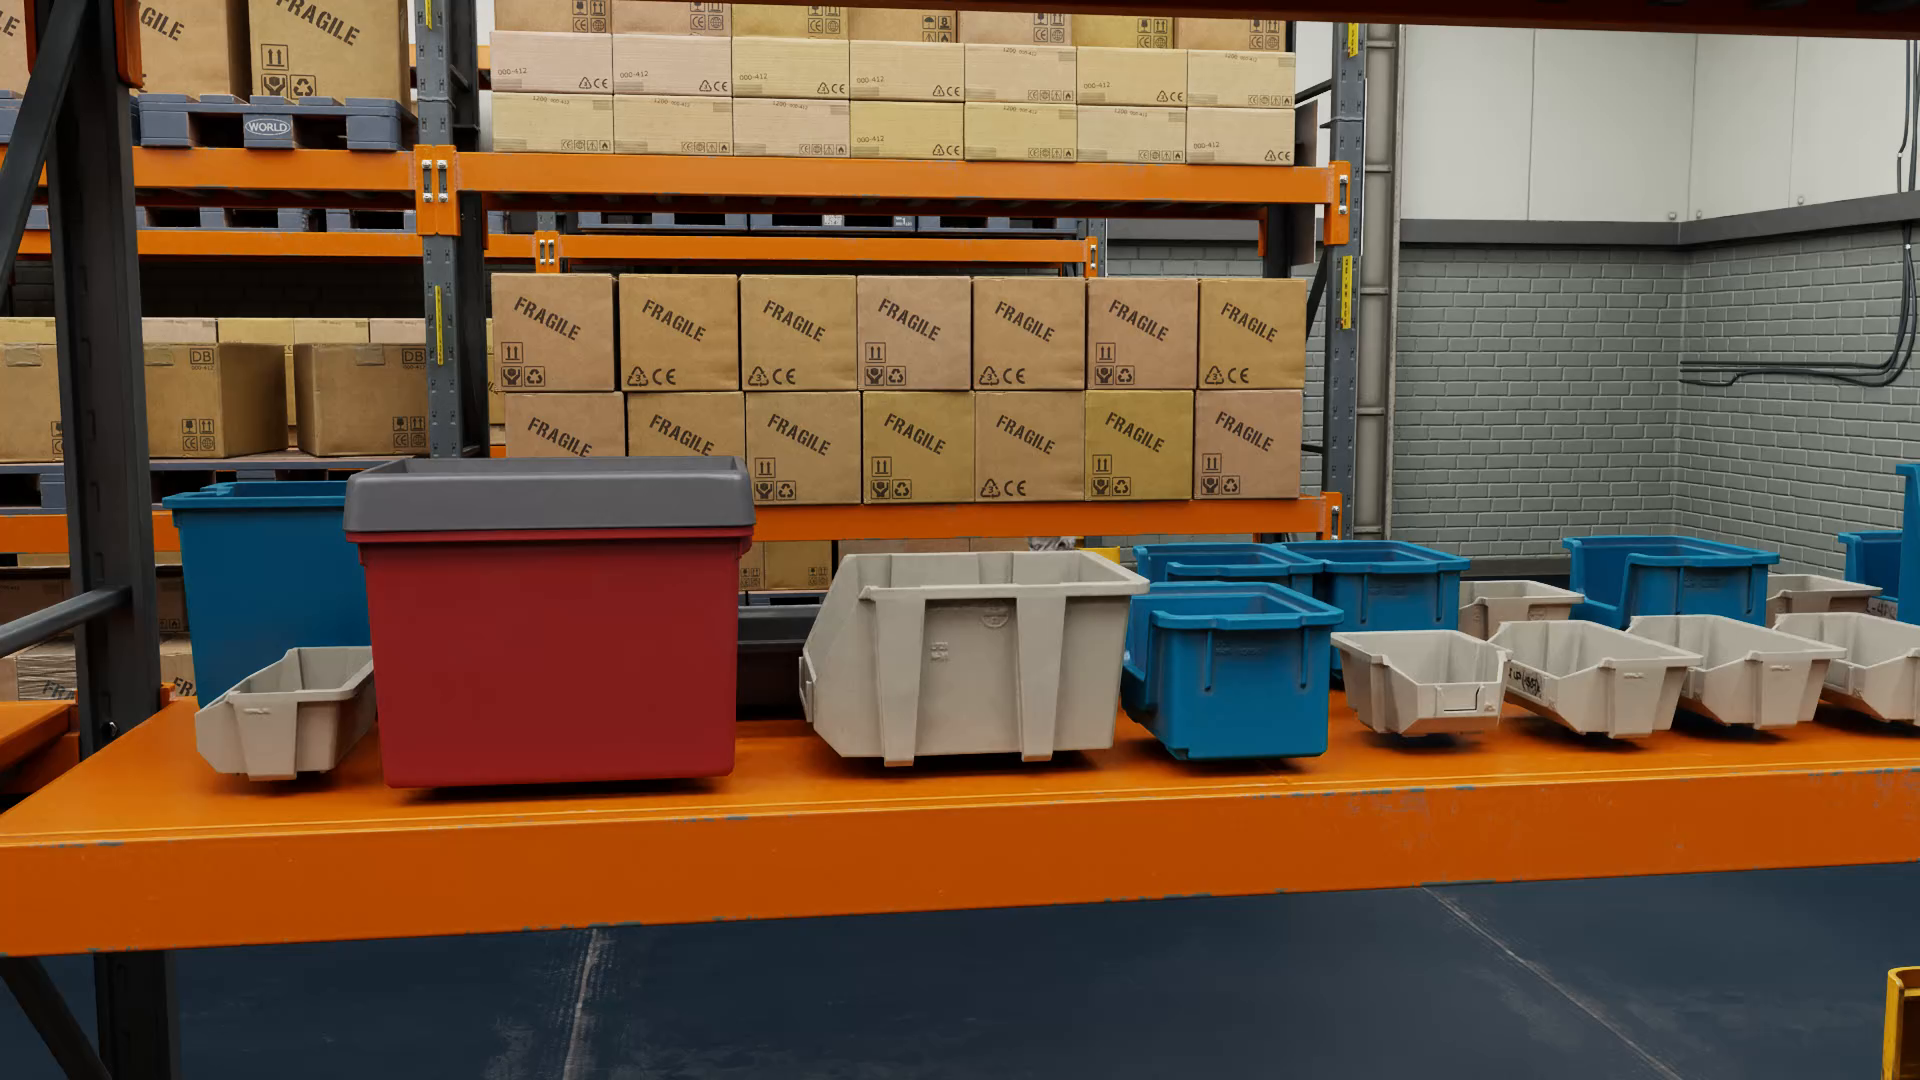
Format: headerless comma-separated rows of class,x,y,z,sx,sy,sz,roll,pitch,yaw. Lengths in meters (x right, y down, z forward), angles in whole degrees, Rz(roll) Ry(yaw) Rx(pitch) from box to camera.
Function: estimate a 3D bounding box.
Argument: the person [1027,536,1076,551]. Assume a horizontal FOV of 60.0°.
person,0.579,-0.069,10.262,0.455,1.779,0.613,-1,6,-9
